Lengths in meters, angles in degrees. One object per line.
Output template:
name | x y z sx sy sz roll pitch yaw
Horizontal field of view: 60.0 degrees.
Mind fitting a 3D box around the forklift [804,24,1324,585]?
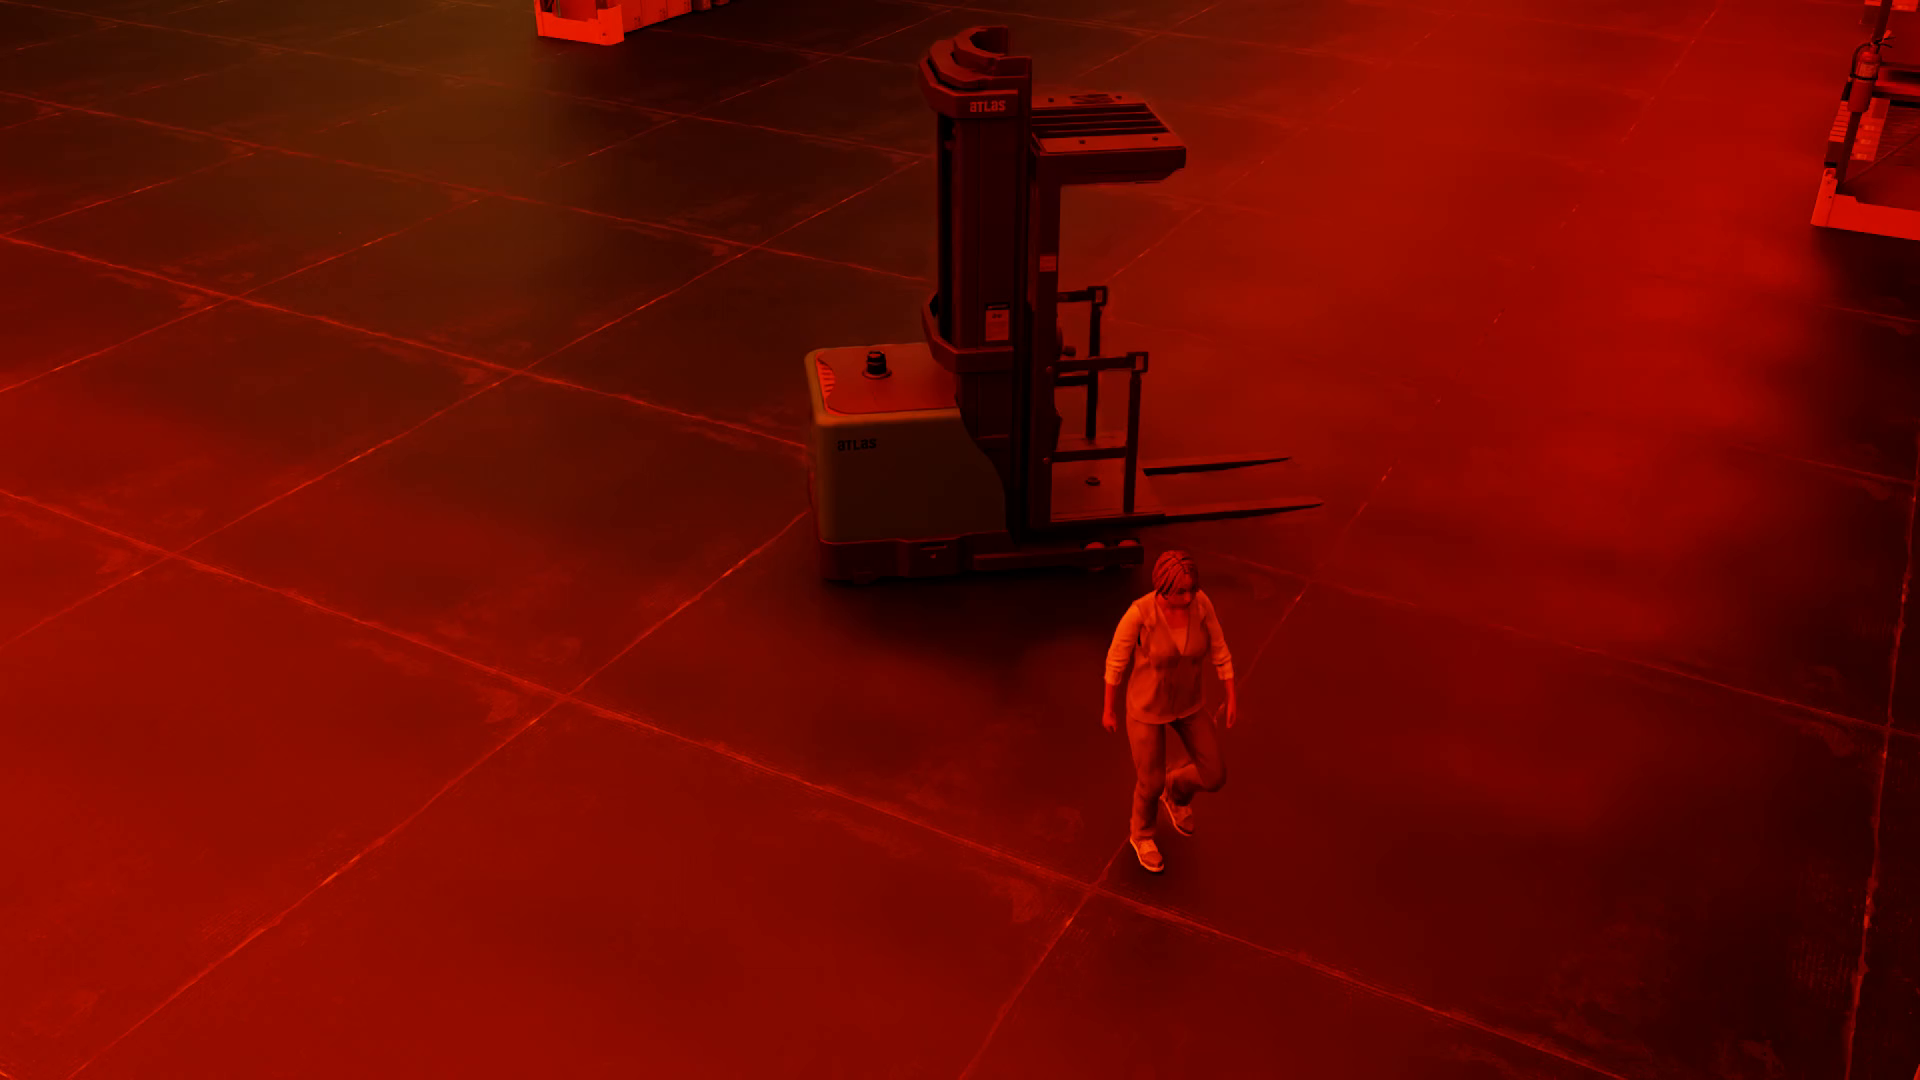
forklift | 0.629 -1.344 9.399 3.031 2.935 1.130 -4 30 -8

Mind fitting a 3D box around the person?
person | 0.910 0.741 7.145 0.566 1.578 0.419 -10 31 -16
